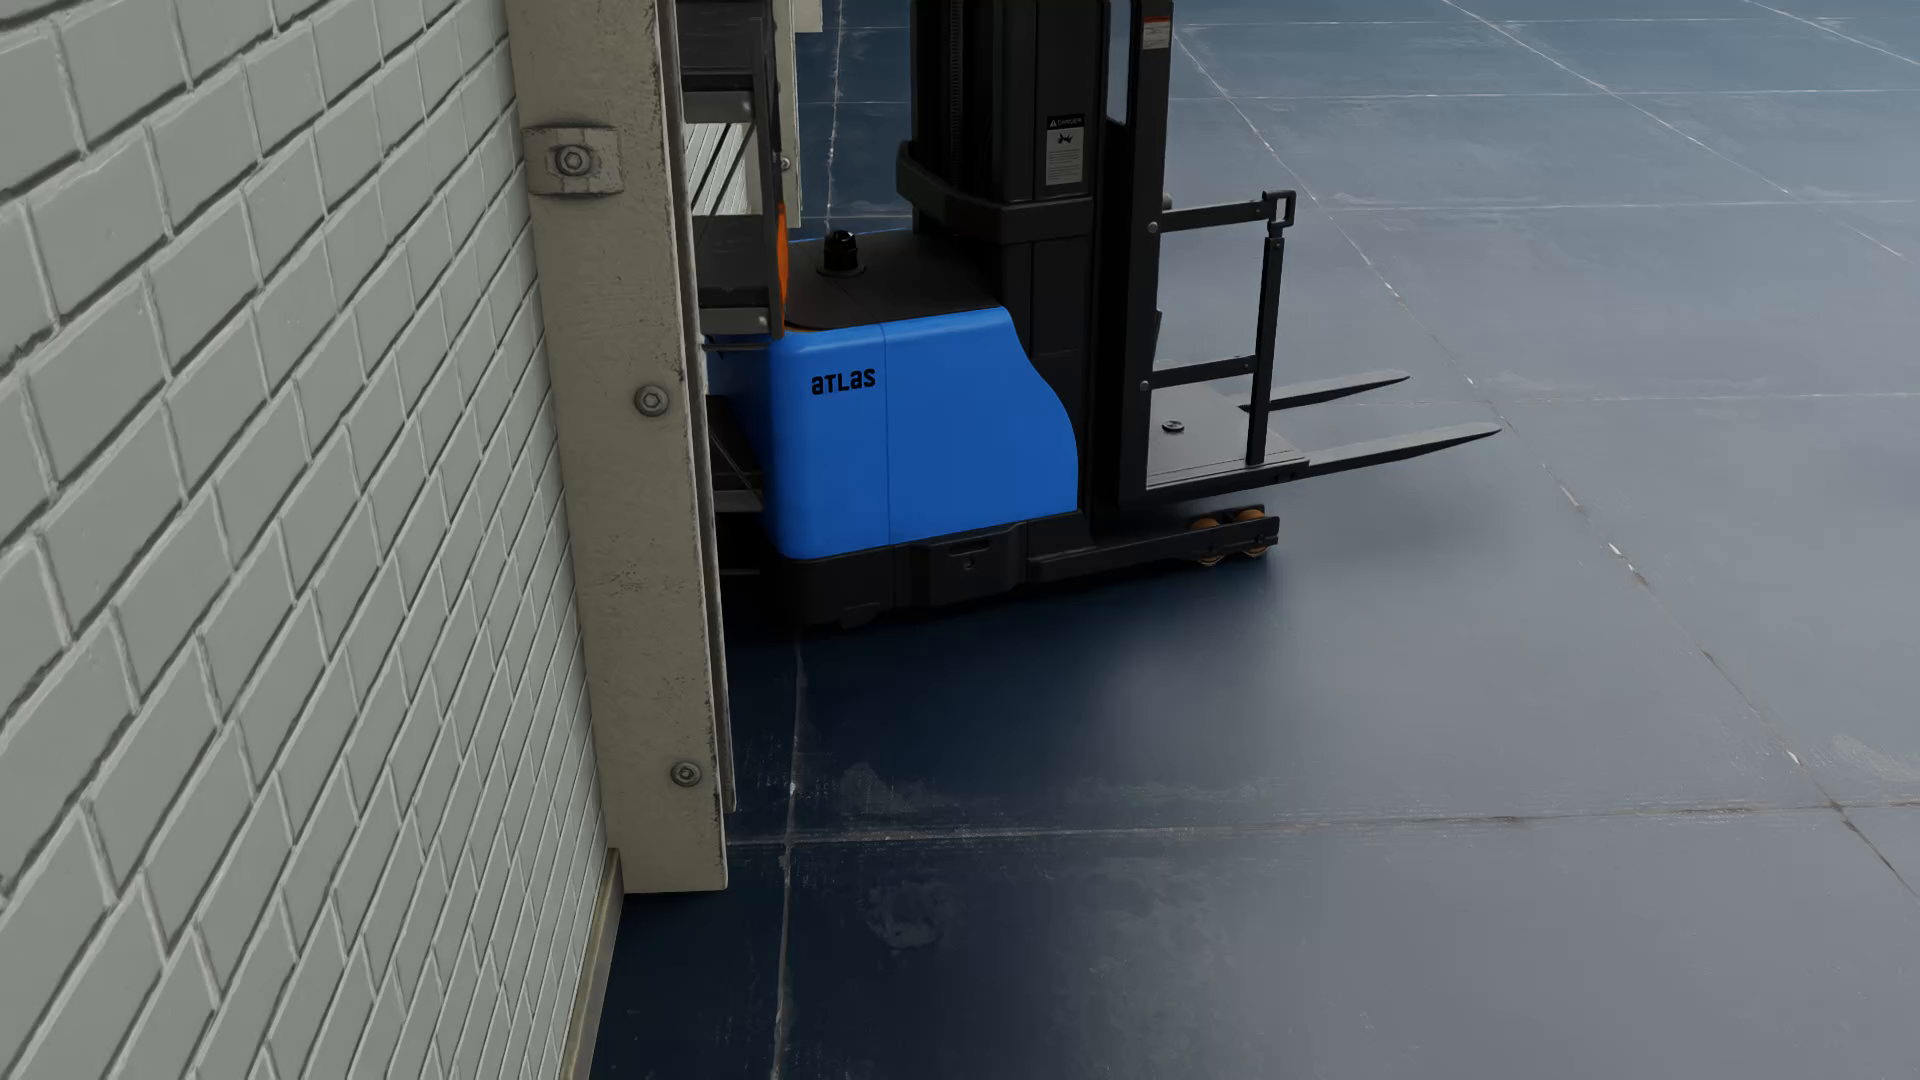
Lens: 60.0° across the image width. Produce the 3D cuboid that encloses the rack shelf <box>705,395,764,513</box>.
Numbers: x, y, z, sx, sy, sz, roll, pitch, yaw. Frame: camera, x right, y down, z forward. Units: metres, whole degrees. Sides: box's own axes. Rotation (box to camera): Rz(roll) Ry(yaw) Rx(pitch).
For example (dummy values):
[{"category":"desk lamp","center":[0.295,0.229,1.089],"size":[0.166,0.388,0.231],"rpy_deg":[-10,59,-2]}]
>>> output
[{"category":"rack shelf","center":[-0.767,-0.193,5.798],"size":[0.431,0.518,0.480],"rpy_deg":[-2,39,-3]}]

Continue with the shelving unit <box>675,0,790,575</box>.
[{"category":"shelving unit","center":[-0.761,-0.747,5.348],"size":[0.431,2.100,0.503],"rpy_deg":[-2,39,-3]}]

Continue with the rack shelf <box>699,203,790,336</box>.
[{"category":"rack shelf","center":[-0.761,-0.736,5.357],"size":[0.431,0.518,0.480],"rpy_deg":[-2,39,-3]}]

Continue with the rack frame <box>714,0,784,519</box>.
[{"category":"rack frame","center":[-0.774,-0.901,5.537],"size":[0.400,2.100,0.015],"rpy_deg":[-2,39,-3]}]

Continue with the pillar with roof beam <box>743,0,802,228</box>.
[{"category":"pillar with roof beam","center":[3.196,-6.016,8.054],"size":[9.100,9.000,0.400],"rpy_deg":[-1,28,-3]}]

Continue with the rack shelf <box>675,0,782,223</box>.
[{"category":"rack shelf","center":[-0.755,-1.280,4.916],"size":[0.431,0.518,0.480],"rpy_deg":[-2,39,-3]}]

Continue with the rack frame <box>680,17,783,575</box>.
[{"category":"rack frame","center":[-0.747,-0.593,5.159],"size":[0.400,2.100,0.015],"rpy_deg":[-2,39,-3]}]

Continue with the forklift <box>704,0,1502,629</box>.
[{"category":"forklift","center":[0.633,-1.424,5.811],"size":[3.031,2.935,1.130],"rpy_deg":[-11,29,-20]}]
